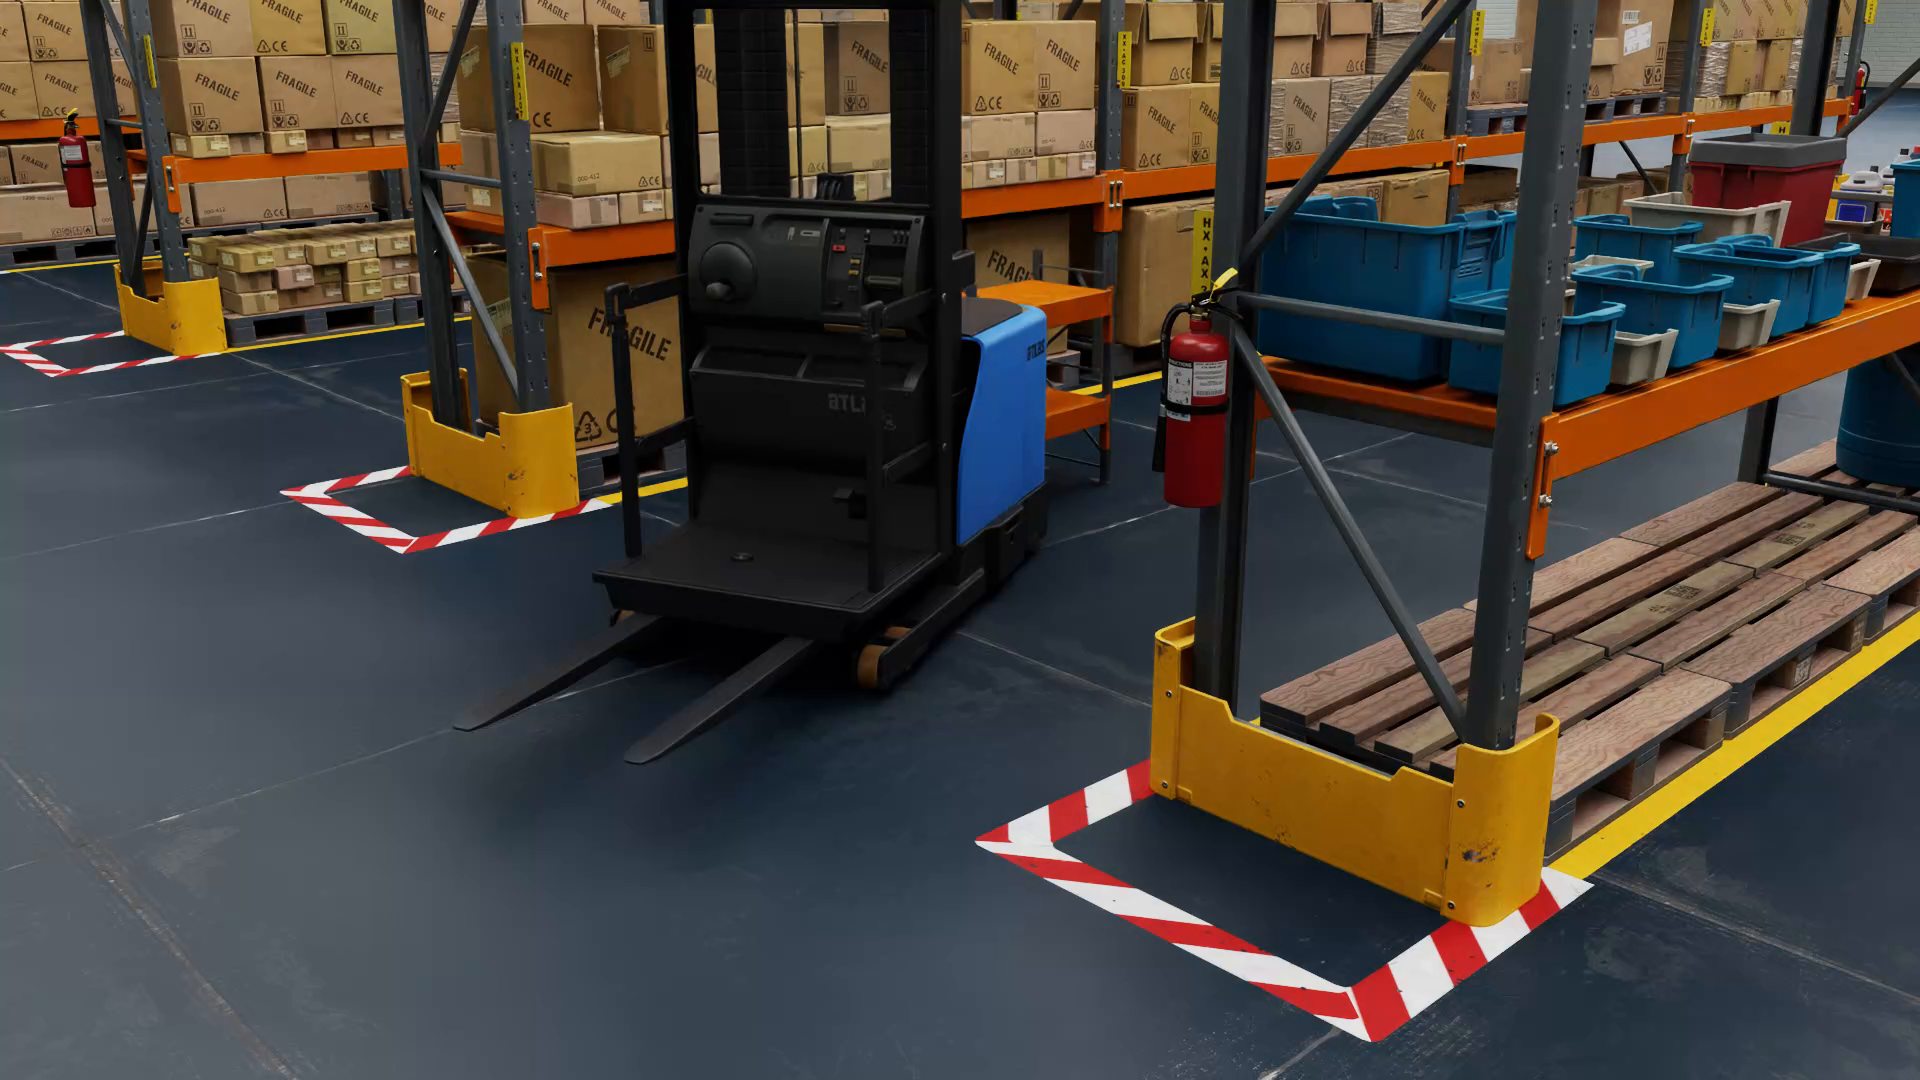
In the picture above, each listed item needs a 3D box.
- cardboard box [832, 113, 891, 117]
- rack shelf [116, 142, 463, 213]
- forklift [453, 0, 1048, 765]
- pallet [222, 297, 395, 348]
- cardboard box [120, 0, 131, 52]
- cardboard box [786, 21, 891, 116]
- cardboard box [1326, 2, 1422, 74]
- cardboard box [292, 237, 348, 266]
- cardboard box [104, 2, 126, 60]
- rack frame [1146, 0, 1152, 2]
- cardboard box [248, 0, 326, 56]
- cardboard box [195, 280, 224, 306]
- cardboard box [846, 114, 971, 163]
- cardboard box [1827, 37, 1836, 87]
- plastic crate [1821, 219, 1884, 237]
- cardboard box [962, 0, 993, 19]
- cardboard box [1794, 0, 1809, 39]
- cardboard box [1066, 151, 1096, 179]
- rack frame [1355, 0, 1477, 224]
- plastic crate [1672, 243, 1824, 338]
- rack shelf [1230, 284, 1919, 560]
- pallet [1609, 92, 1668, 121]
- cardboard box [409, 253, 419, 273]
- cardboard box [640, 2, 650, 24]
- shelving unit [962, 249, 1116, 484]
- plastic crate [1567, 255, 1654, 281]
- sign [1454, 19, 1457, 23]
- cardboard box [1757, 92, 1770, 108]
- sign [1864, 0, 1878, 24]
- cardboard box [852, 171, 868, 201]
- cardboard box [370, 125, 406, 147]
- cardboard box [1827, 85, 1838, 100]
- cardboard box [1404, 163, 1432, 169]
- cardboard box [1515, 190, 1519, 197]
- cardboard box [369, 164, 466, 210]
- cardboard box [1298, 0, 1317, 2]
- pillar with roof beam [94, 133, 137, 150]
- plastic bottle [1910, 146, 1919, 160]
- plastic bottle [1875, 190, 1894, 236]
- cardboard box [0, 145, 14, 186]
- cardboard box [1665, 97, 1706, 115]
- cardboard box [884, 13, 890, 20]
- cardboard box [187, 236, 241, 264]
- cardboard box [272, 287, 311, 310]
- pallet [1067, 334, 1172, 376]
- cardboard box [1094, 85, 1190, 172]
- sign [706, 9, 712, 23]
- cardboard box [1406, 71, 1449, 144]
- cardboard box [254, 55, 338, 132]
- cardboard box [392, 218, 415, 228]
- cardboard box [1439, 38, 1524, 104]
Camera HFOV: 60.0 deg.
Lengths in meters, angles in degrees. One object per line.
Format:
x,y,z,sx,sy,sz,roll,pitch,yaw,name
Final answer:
-0.662,-2.351,9.632,0.500,0.250,0.500,-16,24,-39,cardboard box
-4.191,-2.904,12.743,4.000,0.370,1.077,-16,24,-41,rack shelf
-0.646,-1.010,5.846,1.130,2.935,3.031,7,19,21,forklift
-4.975,-1.676,12.311,1.213,0.211,1.003,-16,24,-41,pallet
-5.483,-3.639,11.581,0.500,0.500,0.500,-17,24,-42,cardboard box
-0.665,-2.705,9.510,0.500,0.500,0.500,17,25,42,cardboard box
2.960,-3.758,12.422,0.637,0.503,0.797,-15,23,-39,cardboard box
-4.641,-2.094,12.055,0.250,0.149,0.380,-16,24,-41,cardboard box
-7.835,-4.693,15.312,0.500,0.500,0.500,-16,24,-41,cardboard box
2.507,-7.300,25.137,0.127,3.000,1.000,-16,24,-41,rack frame
-4.774,-3.631,11.554,0.500,0.500,0.500,-15,23,-39,cardboard box
-5.405,-1.824,12.188,0.250,0.149,0.380,-16,24,-40,cardboard box
-0.289,-2.236,9.279,0.500,0.250,0.500,-16,24,-40,cardboard box
8.616,-5.025,17.476,0.500,0.500,0.875,-16,24,-41,cardboard box
3.563,-1.263,6.847,0.243,0.136,0.396,-16,24,-41,plastic crate
0.069,-7.162,22.445,0.500,0.500,0.700,-17,24,-41,cardboard box
8.361,-5.360,16.886,0.500,0.500,0.500,-16,24,-41,cardboard box
0.600,-2.279,10.058,0.250,0.149,0.380,-16,24,-41,cardboard box
3.503,-3.384,13.059,0.127,3.000,1.000,-16,24,-41,rack frame
2.455,-0.786,5.218,0.300,0.233,0.416,-16,24,-41,plastic crate
2.546,-0.661,5.825,4.000,0.370,1.077,-16,24,-41,rack shelf
5.754,-4.011,15.304,1.213,0.211,1.003,-16,24,-41,pallet
-4.175,-2.152,12.718,0.250,0.149,0.380,-15,23,-38,cardboard box
-3.869,-5.850,18.879,0.500,0.500,0.500,-16,24,-40,cardboard box
0.220,-0.756,7.992,0.538,1.125,1.048,16,24,40,shelving unit
2.169,-0.885,5.681,0.250,0.136,0.298,-16,24,-41,plastic crate
6.344,-6.751,21.183,0.005,0.325,0.100,-16,24,-41,sign
7.853,-4.411,16.634,0.250,0.149,0.380,-16,24,-41,cardboard box
9.683,-5.652,17.663,0.005,0.325,0.100,-16,24,-41,sign
-0.709,-1.897,8.880,0.250,0.149,0.380,-17,25,-42,cardboard box
-4.288,-2.989,12.249,0.250,0.149,0.380,-17,24,-42,cardboard box
9.250,-4.853,17.997,0.250,0.149,0.380,-16,24,-41,cardboard box
5.534,-5.243,21.556,0.875,0.875,0.875,-16,24,-40,cardboard box
4.777,-2.793,14.575,0.500,0.500,0.700,-14,23,-36,cardboard box
-5.817,-4.096,18.018,0.875,0.875,0.875,-15,23,-39,cardboard box
3.686,-6.163,19.635,0.550,0.550,0.875,-16,24,-41,cardboard box
-7.793,-7.812,16.990,0.400,9.000,9.100,-16,24,-41,pillar with roof beam
4.577,-1.710,7.977,0.185,0.351,0.144,-16,24,-41,plastic bottle
4.163,-1.464,7.459,0.097,0.201,0.097,0,18,0,plastic bottle
-11.374,-4.313,19.296,0.500,0.500,0.700,-15,23,-39,cardboard box
6.772,-4.090,15.645,0.250,0.149,0.380,-16,24,-41,cardboard box
-0.937,-6.587,21.612,0.500,0.500,0.500,-16,24,-41,cardboard box
-5.434,-2.118,12.129,0.250,0.149,0.380,-16,24,-40,cardboard box
-4.910,-1.779,12.049,0.250,0.149,0.380,-16,24,-41,cardboard box
1.105,-1.391,11.431,1.213,0.211,1.003,-16,24,-41,pallet
1.102,-2.626,10.557,0.500,0.500,0.500,-16,24,-41,cardboard box
-2.922,-6.032,19.349,0.005,0.325,0.100,-16,24,-41,sign
3.315,-3.272,12.550,0.500,0.500,0.500,-15,23,-39,cardboard box
-4.757,-3.163,11.734,0.500,0.500,0.500,-16,24,-41,cardboard box
-4.284,-2.444,13.137,0.250,0.149,0.380,-16,24,-41,cardboard box
4.205,-3.896,13.793,0.500,0.500,0.700,-12,22,-33,cardboard box
